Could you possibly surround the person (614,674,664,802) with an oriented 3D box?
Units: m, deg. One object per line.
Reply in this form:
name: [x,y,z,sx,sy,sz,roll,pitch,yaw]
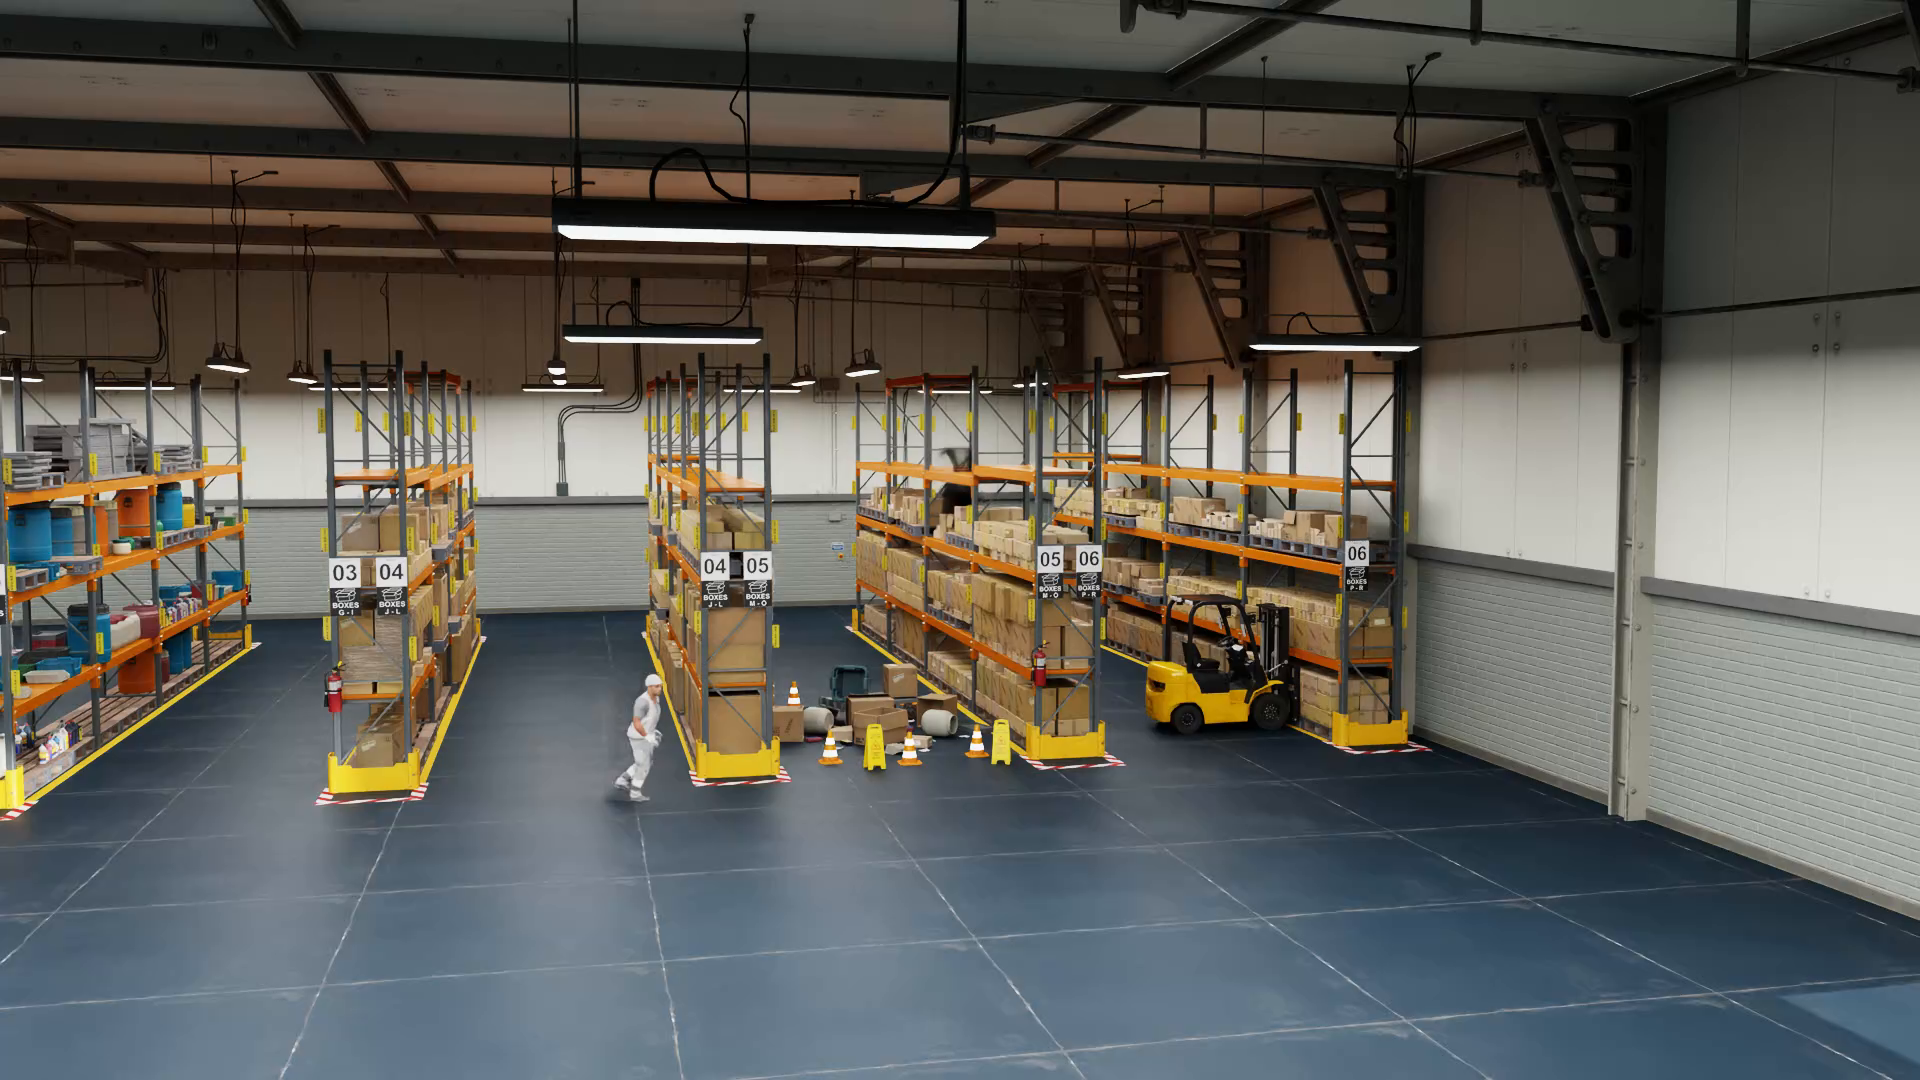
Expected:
person: [-4.250,2.617,21.996,0.786,1.718,0.639,1,4,10]
